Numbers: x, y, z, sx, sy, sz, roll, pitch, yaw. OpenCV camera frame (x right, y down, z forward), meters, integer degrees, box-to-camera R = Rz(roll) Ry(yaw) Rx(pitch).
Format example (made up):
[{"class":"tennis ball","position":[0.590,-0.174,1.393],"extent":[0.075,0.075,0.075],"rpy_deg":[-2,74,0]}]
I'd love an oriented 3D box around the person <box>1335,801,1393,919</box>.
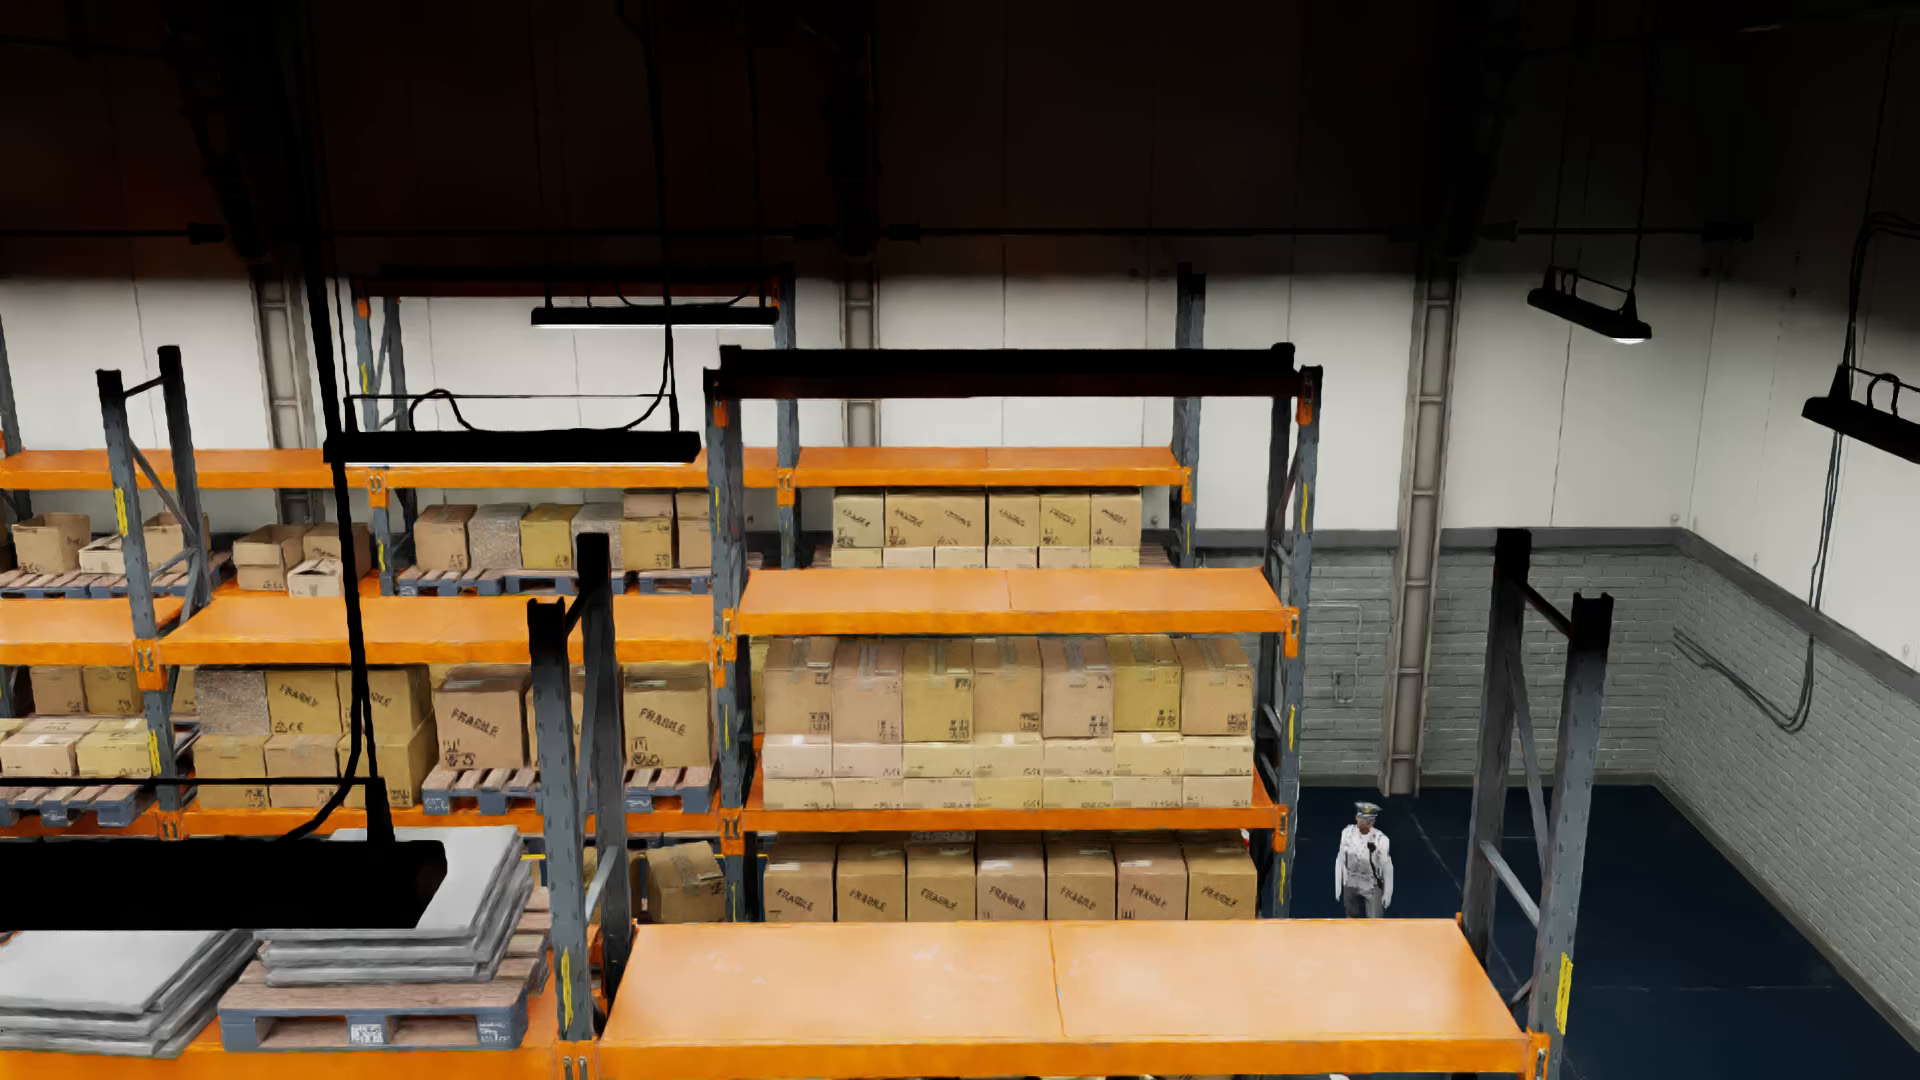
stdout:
[{"class":"person","position":[3.629,3.111,14.855],"extent":[0.685,1.672,0.549],"rpy_deg":[11,20,34]}]
